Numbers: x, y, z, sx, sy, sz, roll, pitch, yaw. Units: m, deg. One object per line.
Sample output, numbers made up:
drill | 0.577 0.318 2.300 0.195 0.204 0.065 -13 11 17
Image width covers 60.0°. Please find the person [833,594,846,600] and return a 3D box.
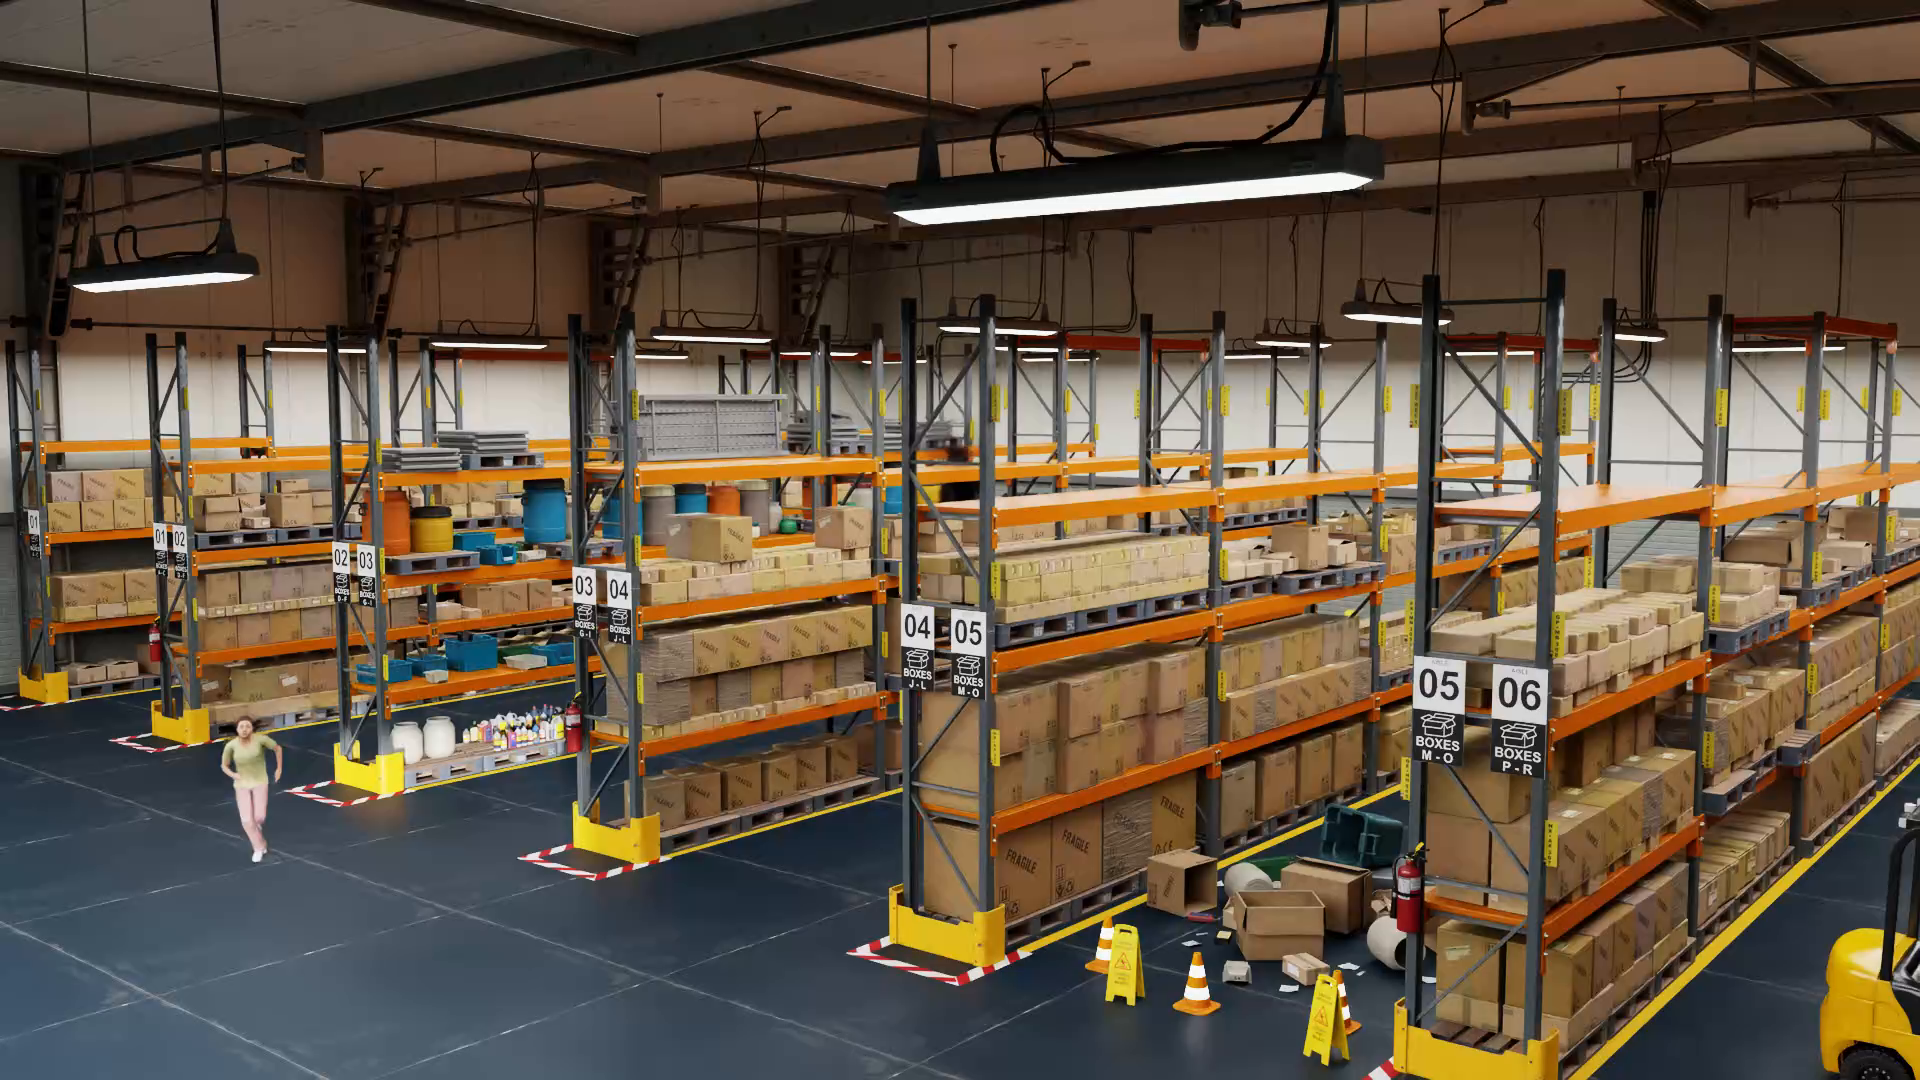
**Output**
person | -2.430 1.403 32.436 0.570 1.735 0.848 3 6 29

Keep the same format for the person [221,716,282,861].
person | -7.804 2.725 18.343 0.619 1.622 0.632 -2 5 -20

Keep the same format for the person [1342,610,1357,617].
person | 6.040 1.977 25.803 0.890 1.793 0.704 -5 7 -43
